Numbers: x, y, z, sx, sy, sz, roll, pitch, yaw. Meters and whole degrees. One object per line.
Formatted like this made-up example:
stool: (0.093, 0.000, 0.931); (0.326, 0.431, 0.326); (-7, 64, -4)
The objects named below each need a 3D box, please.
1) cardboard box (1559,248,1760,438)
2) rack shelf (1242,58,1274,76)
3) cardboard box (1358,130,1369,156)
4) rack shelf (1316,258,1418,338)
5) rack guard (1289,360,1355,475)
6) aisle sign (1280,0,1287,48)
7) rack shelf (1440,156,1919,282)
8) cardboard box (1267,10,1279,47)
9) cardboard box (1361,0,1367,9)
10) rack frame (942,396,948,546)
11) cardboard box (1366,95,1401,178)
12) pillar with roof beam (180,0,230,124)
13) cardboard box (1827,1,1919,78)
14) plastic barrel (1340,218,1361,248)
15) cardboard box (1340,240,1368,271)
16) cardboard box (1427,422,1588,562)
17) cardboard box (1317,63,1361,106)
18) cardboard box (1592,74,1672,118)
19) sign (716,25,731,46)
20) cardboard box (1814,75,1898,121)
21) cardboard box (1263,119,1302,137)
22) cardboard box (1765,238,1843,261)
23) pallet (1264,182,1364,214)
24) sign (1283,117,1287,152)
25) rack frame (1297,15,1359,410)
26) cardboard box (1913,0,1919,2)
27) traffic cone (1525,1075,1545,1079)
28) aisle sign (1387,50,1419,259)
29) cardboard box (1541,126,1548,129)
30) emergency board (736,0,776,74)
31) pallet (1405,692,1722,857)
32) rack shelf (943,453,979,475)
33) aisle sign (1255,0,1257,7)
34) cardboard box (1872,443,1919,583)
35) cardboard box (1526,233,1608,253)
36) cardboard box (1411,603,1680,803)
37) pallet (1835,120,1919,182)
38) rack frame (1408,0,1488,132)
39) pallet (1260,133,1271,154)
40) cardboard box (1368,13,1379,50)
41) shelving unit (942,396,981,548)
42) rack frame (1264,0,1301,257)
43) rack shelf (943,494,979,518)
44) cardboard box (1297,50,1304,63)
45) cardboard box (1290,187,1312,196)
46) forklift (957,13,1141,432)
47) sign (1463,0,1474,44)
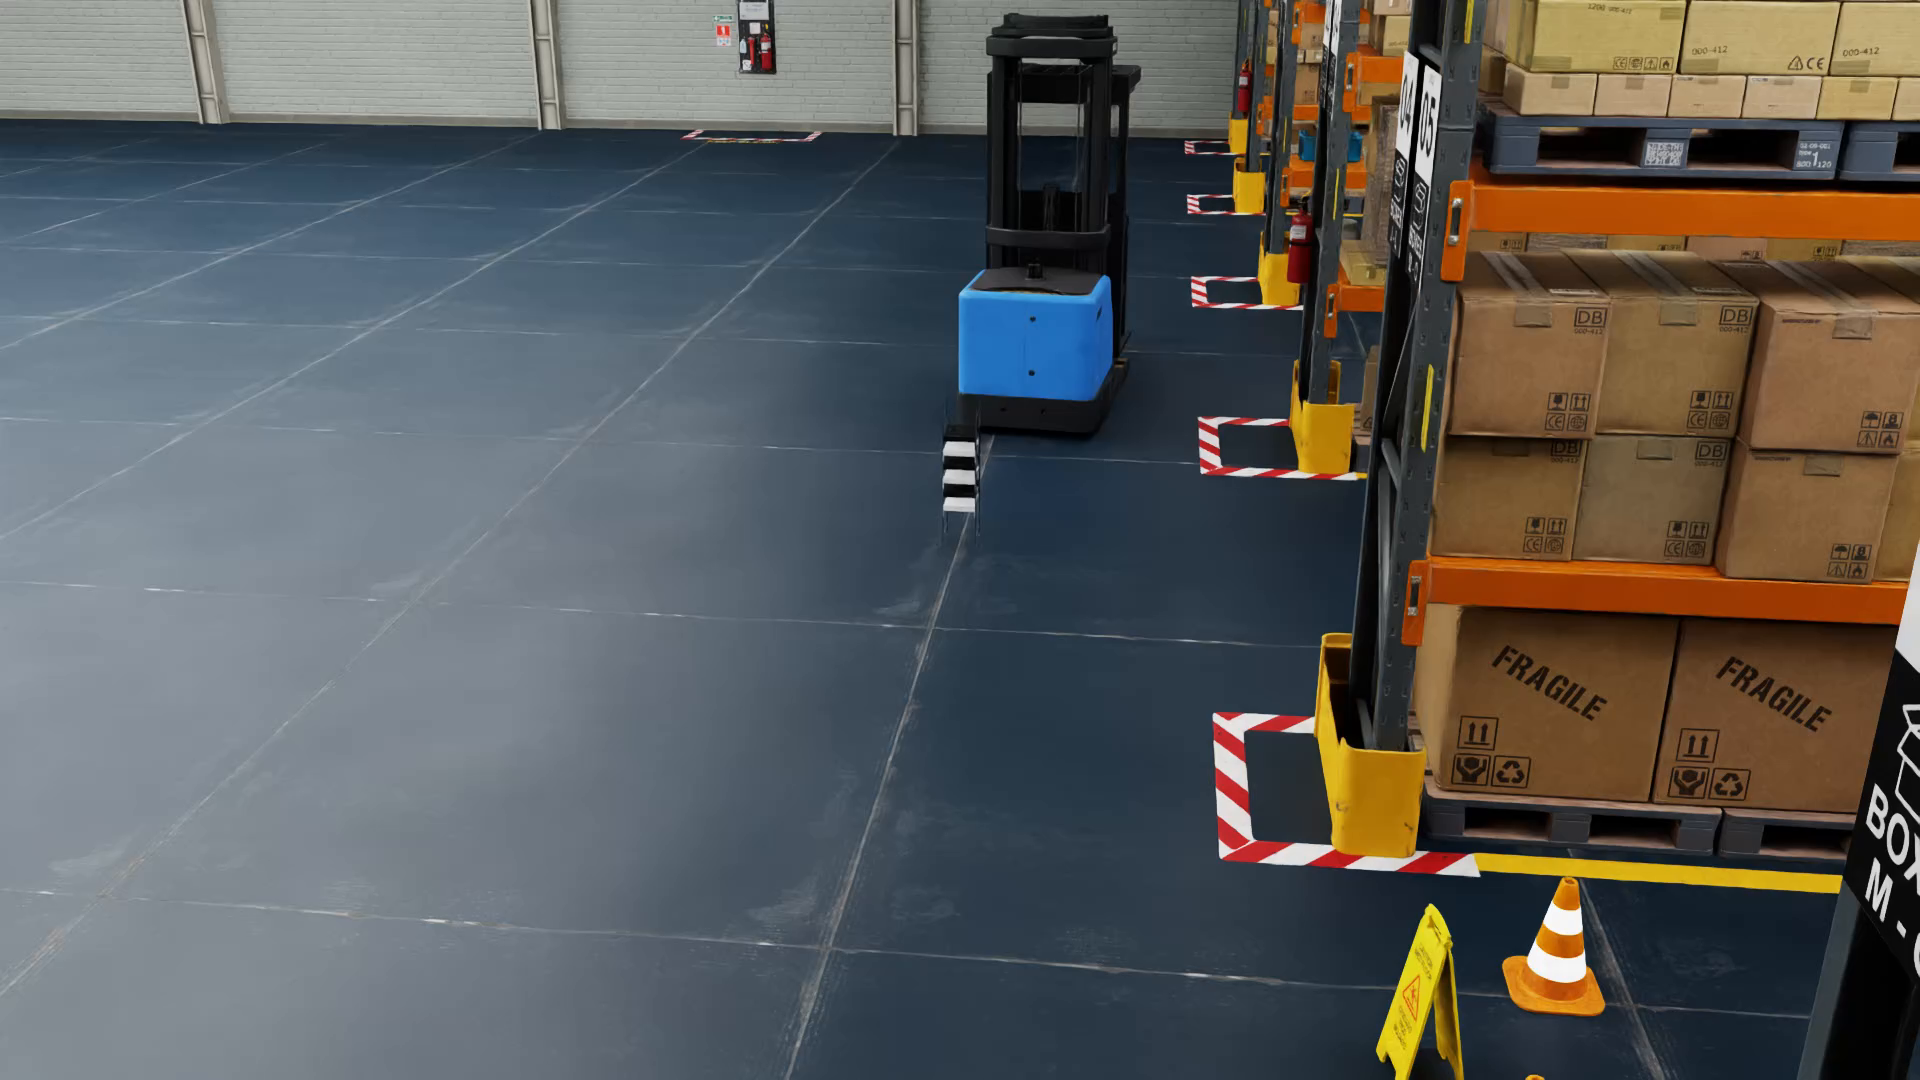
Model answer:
cardboard box: (2.775, -0.817, 6.755); (0.550, 0.550, 0.875); (2, 22, 6)
rack shelf: (6.273, -7.077, 25.238); (4.000, 0.370, 1.077); (2, 22, 6)
cardboard box: (5.209, -4.812, 20.680); (0.500, 0.500, 0.500); (2, 22, 6)
rack shelf: (4.524, -1.651, 11.515); (4.000, 0.370, 1.077); (2, 22, 6)
rack guard: (2.613, -0.907, 12.053); (0.348, 0.500, 1.175); (2, 22, 6)
aisle sign: (3.015, -4.986, 15.435); (0.004, 0.787, 0.394); (2, 22, 6)
rack shelf: (3.840, -1.240, 6.394); (4.000, 0.370, 1.077); (2, 22, 6)
cardboard box: (4.725, -7.656, 24.881); (0.500, 0.500, 0.500); (3, 22, 6)
cardboard box: (2.850, -3.685, 11.262); (0.250, 0.149, 0.380); (2, 22, 6)
rack frame: (-0.093, -0.423, 10.285); (0.006, 0.900, 0.240); (2, 22, 6)
cardboard box: (3.113, -2.789, 11.513); (0.500, 0.500, 0.500); (2, 22, 6)
pillar with roof beam: (-13.298, -9.780, 22.938); (0.400, 9.000, 9.100); (2, 22, 6)
cardboard box: (3.308, -1.813, 5.959); (0.500, 0.250, 0.500); (2, 22, 6)
plastic barrel: (3.783, -2.918, 16.554); (0.421, 0.512, 0.421); (0, 22, 0)
cardboard box: (2.845, -2.018, 11.807); (0.250, 0.149, 0.380); (2, 22, 6)
cardboard box: (2.228, -0.336, 7.006); (0.550, 0.550, 0.875); (2, 22, 6)
cardboard box: (4.692, -5.690, 20.615); (0.500, 0.500, 0.700); (3, 22, 8)
cardboard box: (2.410, -1.643, 6.070); (0.250, 0.149, 0.380); (3, 22, 7)
sign: (-3.861, -8.242, 27.159); (0.234, 0.329, 0.001); (2, 22, 6)
cardboard box: (3.159, -1.610, 5.987); (0.250, 0.149, 0.380); (3, 22, 6)
cardboard box: (4.963, -6.389, 25.579); (0.500, 0.311, 0.500); (0, 22, 0)
cardboard box: (5.578, -2.161, 11.284); (0.500, 0.500, 0.875); (2, 22, 6)
pallet: (4.472, -4.374, 21.217); (1.213, 0.211, 1.003); (2, 22, 6)
sign: (3.052, -3.809, 15.617); (0.005, 0.325, 0.100); (2, 22, 6)
rack frame: (2.538, -2.072, 11.602); (0.127, 3.000, 1.000); (2, 22, 6)
cardboard box: (3.410, -1.970, 5.814); (0.250, 0.149, 0.380); (2, 22, 6)
traffic cone: (1.743, 1.853, 5.123); (0.334, 0.463, 0.336); (2, 22, 6)
aisle sign: (1.819, -1.587, 6.839); (0.004, 0.787, 0.394); (2, 22, 6)
cardboard box: (3.548, -2.575, 10.972); (0.500, 0.500, 0.500); (2, 22, 6)
emergency board: (-3.324, -8.164, 27.009); (0.643, 1.169, 0.194); (2, 22, 6)
pallet: (2.657, 1.037, 7.530); (1.213, 0.211, 1.003); (2, 22, 6)
rack shelf: (0.008, -0.471, 10.253); (0.200, 0.077, 0.258); (2, 22, 6)
aisle sign: (3.677, -7.008, 20.550); (0.004, 0.787, 0.394); (2, 22, 6)
cardboard box: (3.849, -0.242, 6.769); (0.500, 0.550, 0.875); (2, 22, 6)
cardboard box: (4.083, -2.208, 11.404); (0.500, 0.500, 0.875); (2, 22, 6)
cardboard box: (2.535, 0.532, 7.332); (0.875, 0.875, 0.875); (3, 22, 7)
pallet: (3.807, -1.539, 6.294); (1.213, 0.211, 1.003); (2, 22, 6)
rack frame: (1.854, -3.056, 5.929); (0.127, 3.000, 1.000); (2, 22, 6)
pallet: (5.165, -6.150, 25.708); (1.213, 0.211, 1.003); (2, 22, 6)
cardboard box: (3.047, -3.469, 11.260); (0.500, 0.250, 0.500); (3, 22, 8)
shelving unit: (0.008, -0.418, 10.273); (0.210, 0.900, 0.258); (2, 22, 6)
rack frame: (3.121, -3.881, 16.176); (0.127, 3.000, 1.000); (2, 22, 6)
rack shelf: (0.008, -0.220, 10.352); (0.200, 0.077, 0.258); (2, 22, 6)
cardboard box: (4.072, -5.941, 20.370); (0.250, 0.149, 0.380); (2, 22, 6)
cardboard box: (4.214, -4.501, 20.914); (0.500, 0.250, 0.500); (2, 22, 6)
forklift: (0.801, -2.665, 13.194); (1.130, 2.935, 3.031); (5, 22, 12)
sign: (1.783, -1.902, 5.794); (0.005, 0.325, 0.100); (2, 22, 6)
